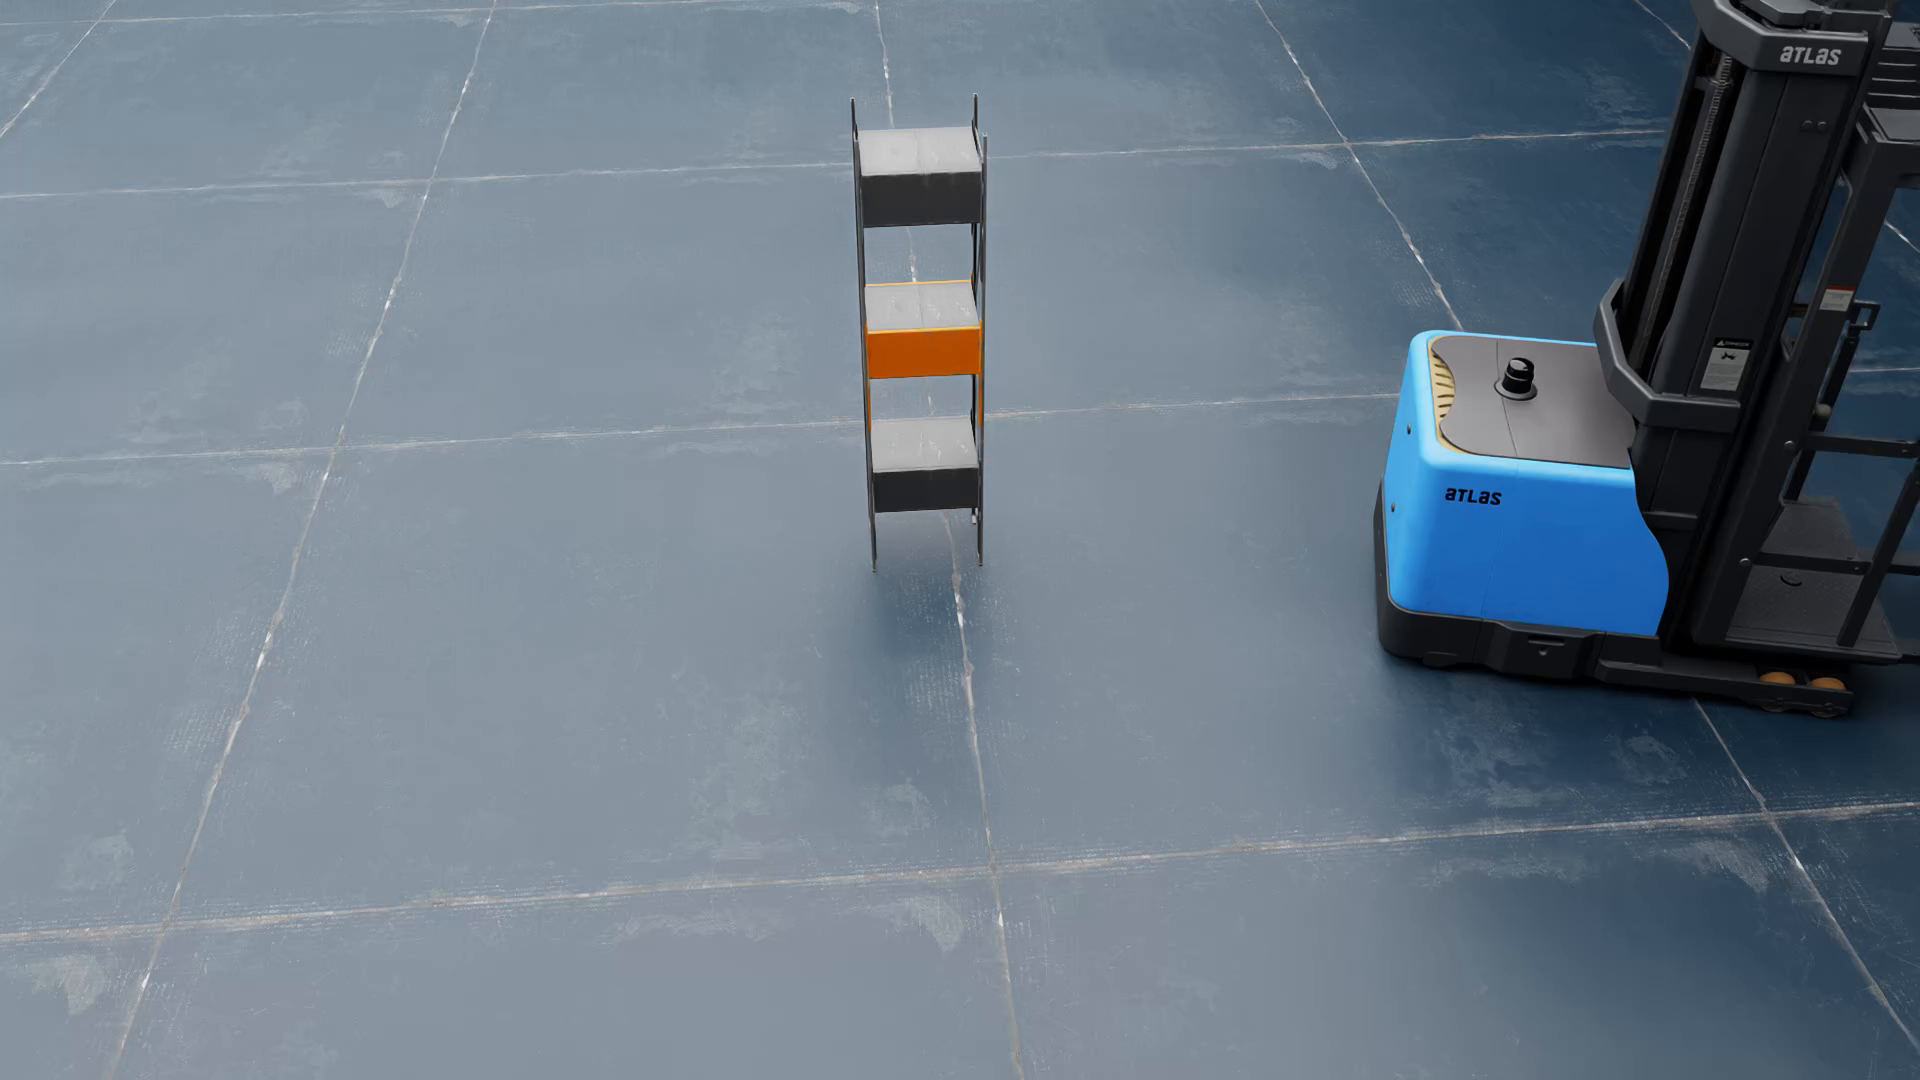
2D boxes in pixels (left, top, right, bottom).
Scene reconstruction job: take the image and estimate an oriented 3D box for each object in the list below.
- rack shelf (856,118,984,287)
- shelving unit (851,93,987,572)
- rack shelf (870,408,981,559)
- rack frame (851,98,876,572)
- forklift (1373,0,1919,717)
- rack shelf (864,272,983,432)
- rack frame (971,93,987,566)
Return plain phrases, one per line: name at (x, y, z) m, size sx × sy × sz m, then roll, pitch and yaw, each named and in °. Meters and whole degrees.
rack shelf at (-0.165, -1.354, 6.663) m, size 0.480 × 0.518 × 0.431 m, roll -3°, pitch 38°, yaw -4°
shelving unit at (-0.165, -0.815, 7.088) m, size 0.503 × 2.100 × 0.431 m, roll -3°, pitch 38°, yaw -4°
rack shelf at (-0.165, -0.255, 7.530) m, size 0.480 × 0.518 × 0.431 m, roll -3°, pitch 38°, yaw -4°
rack frame at (-0.408, -0.802, 7.071) m, size 0.015 × 2.100 × 0.400 m, roll -3°, pitch 38°, yaw -4°
forklift at (3.353, -0.780, 6.373) m, size 3.031 × 2.935 × 1.130 m, roll 6°, pitch 39°, yaw 7°
rack shelf at (-0.165, -0.805, 7.097) m, size 0.480 × 0.518 × 0.431 m, roll -3°, pitch 38°, yaw -4°
rack frame at (0.078, -0.829, 7.105) m, size 0.015 × 2.100 × 0.400 m, roll -3°, pitch 38°, yaw -4°
